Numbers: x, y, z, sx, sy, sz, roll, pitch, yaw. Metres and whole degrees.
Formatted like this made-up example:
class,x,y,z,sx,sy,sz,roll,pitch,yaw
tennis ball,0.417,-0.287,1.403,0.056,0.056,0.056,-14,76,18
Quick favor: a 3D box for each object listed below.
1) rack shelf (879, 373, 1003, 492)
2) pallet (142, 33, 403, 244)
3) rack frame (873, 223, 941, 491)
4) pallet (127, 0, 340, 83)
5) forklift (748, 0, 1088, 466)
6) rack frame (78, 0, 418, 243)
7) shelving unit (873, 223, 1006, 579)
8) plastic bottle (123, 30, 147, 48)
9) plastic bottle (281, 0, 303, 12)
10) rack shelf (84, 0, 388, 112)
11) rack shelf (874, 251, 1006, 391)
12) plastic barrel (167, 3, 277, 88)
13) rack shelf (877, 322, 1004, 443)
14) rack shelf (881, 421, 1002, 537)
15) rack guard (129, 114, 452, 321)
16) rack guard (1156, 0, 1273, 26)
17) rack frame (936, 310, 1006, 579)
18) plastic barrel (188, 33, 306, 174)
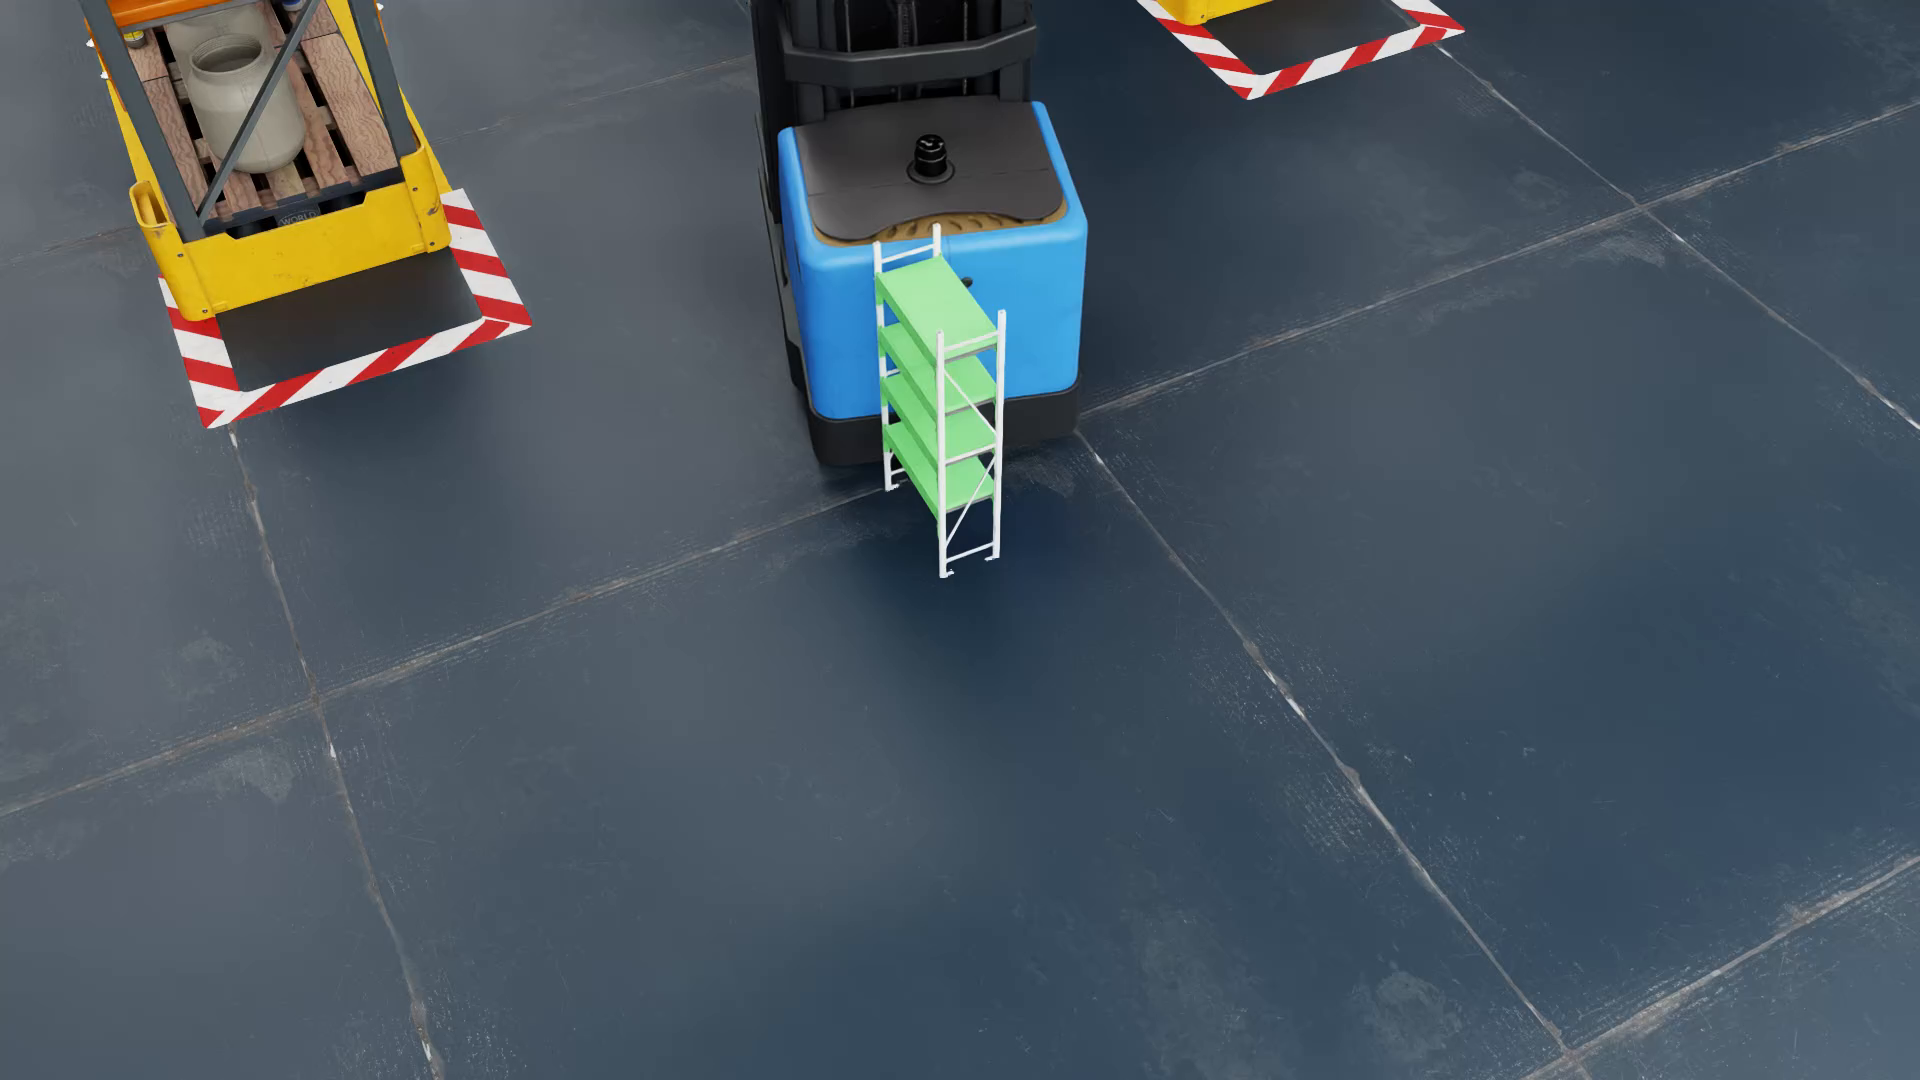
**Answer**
class,x,y,z,sx,sy,sz,roll,pitch,yaw
rack shelf,-0.071,-0.419,5.904,0.258,0.148,0.480,-20,52,-17
pallet,-3.211,-1.843,7.721,1.003,0.211,1.213,-21,52,-18
rack frame,-0.177,-0.626,6.000,0.240,1.200,0.015,-20,52,-17
pallet,-3.765,-2.658,8.435,1.003,0.211,1.213,-21,52,-18
forklift,-0.304,-2.381,6.385,1.130,2.935,3.031,-8,49,-7
rack frame,-2.768,-2.181,6.164,1.000,3.000,0.127,-21,52,-18
shelving unit,-0.071,-0.461,5.856,0.258,1.200,0.503,-20,52,-17
plastic bottle,-3.998,-2.482,7.995,0.097,0.201,0.097,0,49,0
plastic bottle,-3.320,-2.748,8.181,0.097,0.271,0.097,0,49,0
rack shelf,-3.683,-3.282,7.606,1.077,0.370,4.000,-21,52,-18
rack shelf,-0.071,-0.735,5.543,0.258,0.148,0.480,-20,52,-17
plastic barrel,-3.366,-2.249,7.598,0.421,0.512,0.421,0,49,0
rack shelf,-0.071,-0.577,5.723,0.258,0.148,0.480,-20,52,-17
rack shelf,-0.071,-0.261,6.084,0.258,0.148,0.480,-20,52,-17
rack guard,-2.844,-1.392,7.136,1.175,0.500,0.348,-21,52,-18
rack guard,1.602,-3.114,8.642,1.175,0.500,0.348,-21,52,-18
rack frame,0.035,-0.295,5.711,0.240,1.200,0.015,-20,52,-17
plastic barrel,-3.137,-1.914,7.305,0.421,0.512,0.421,0,49,0
